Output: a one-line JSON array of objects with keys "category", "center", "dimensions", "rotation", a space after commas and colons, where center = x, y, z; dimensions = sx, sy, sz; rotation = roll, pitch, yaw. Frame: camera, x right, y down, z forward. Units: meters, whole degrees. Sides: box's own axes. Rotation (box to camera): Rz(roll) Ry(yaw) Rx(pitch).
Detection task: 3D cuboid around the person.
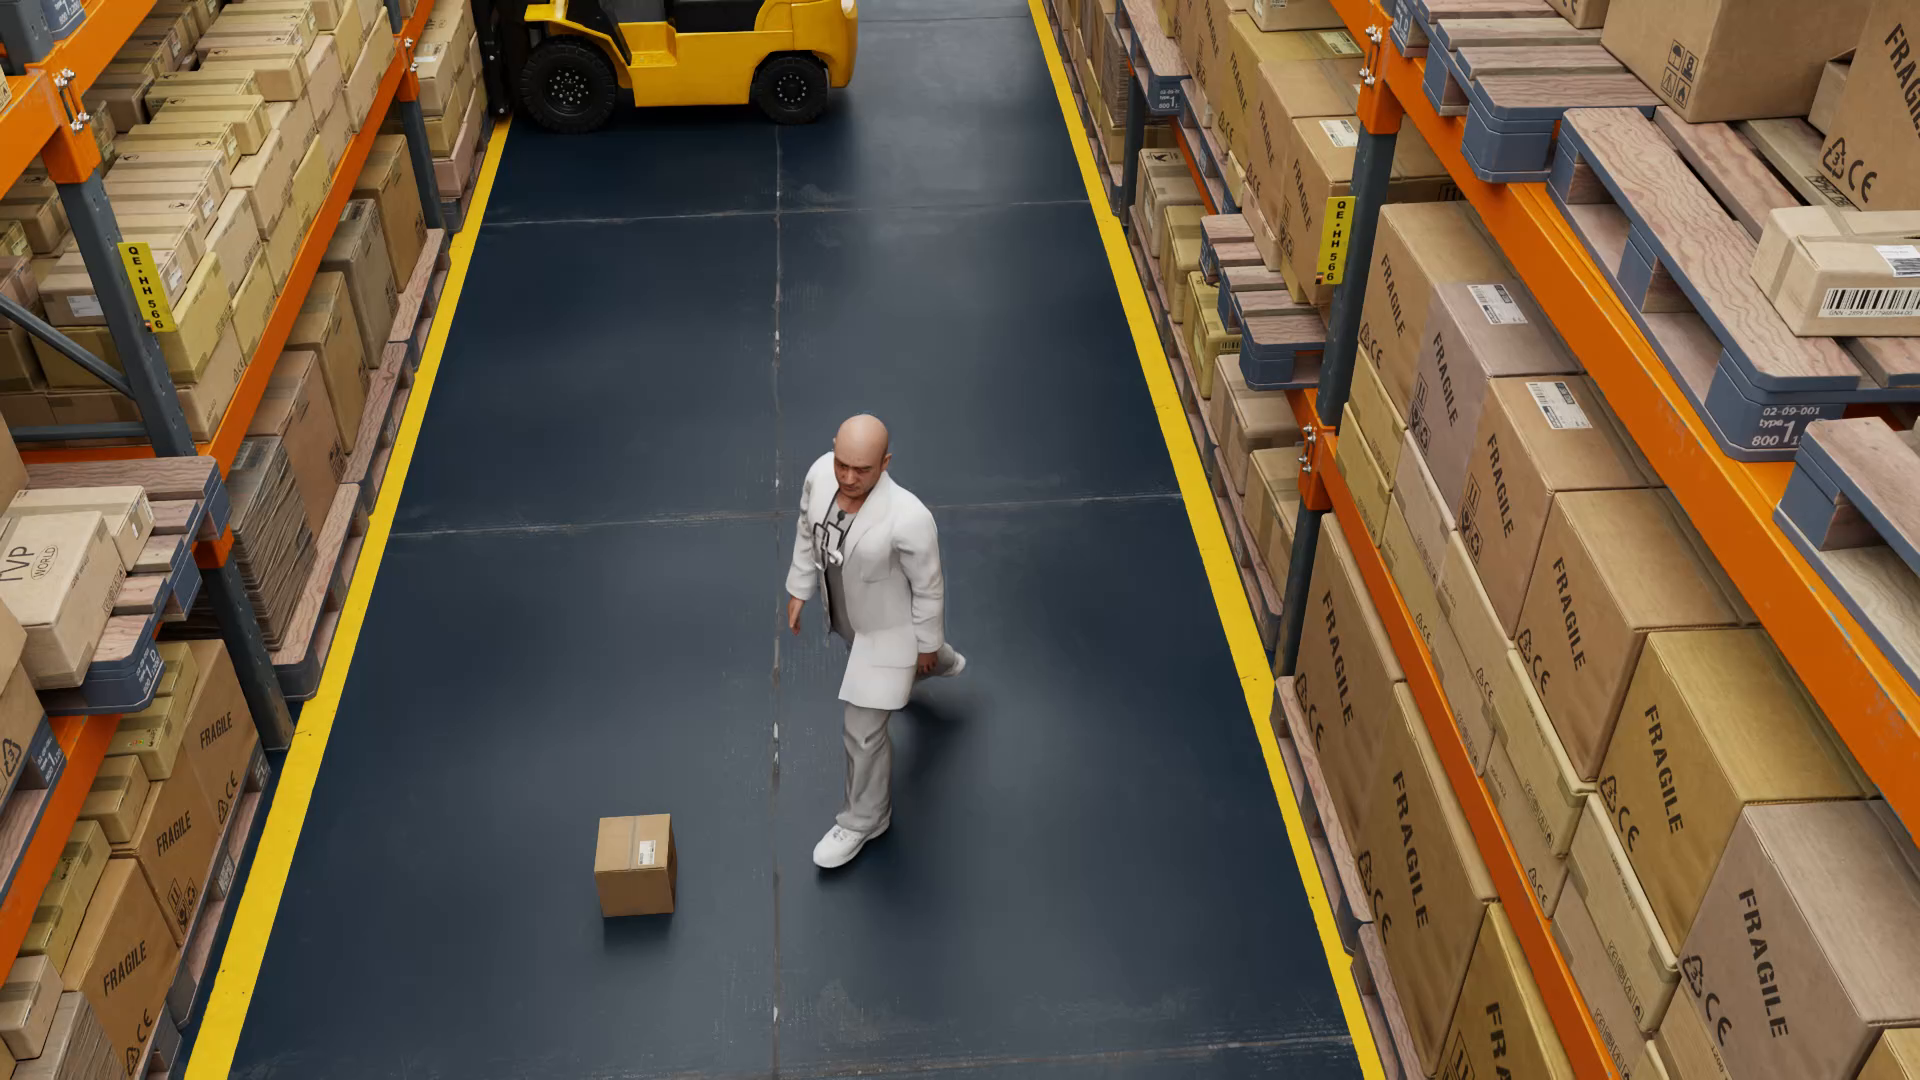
[{"category": "person", "center": [-0.311, 0.206, 5.911], "dimensions": [1.006, 1.744, 0.713], "rotation": [-28, 47, -31]}]
